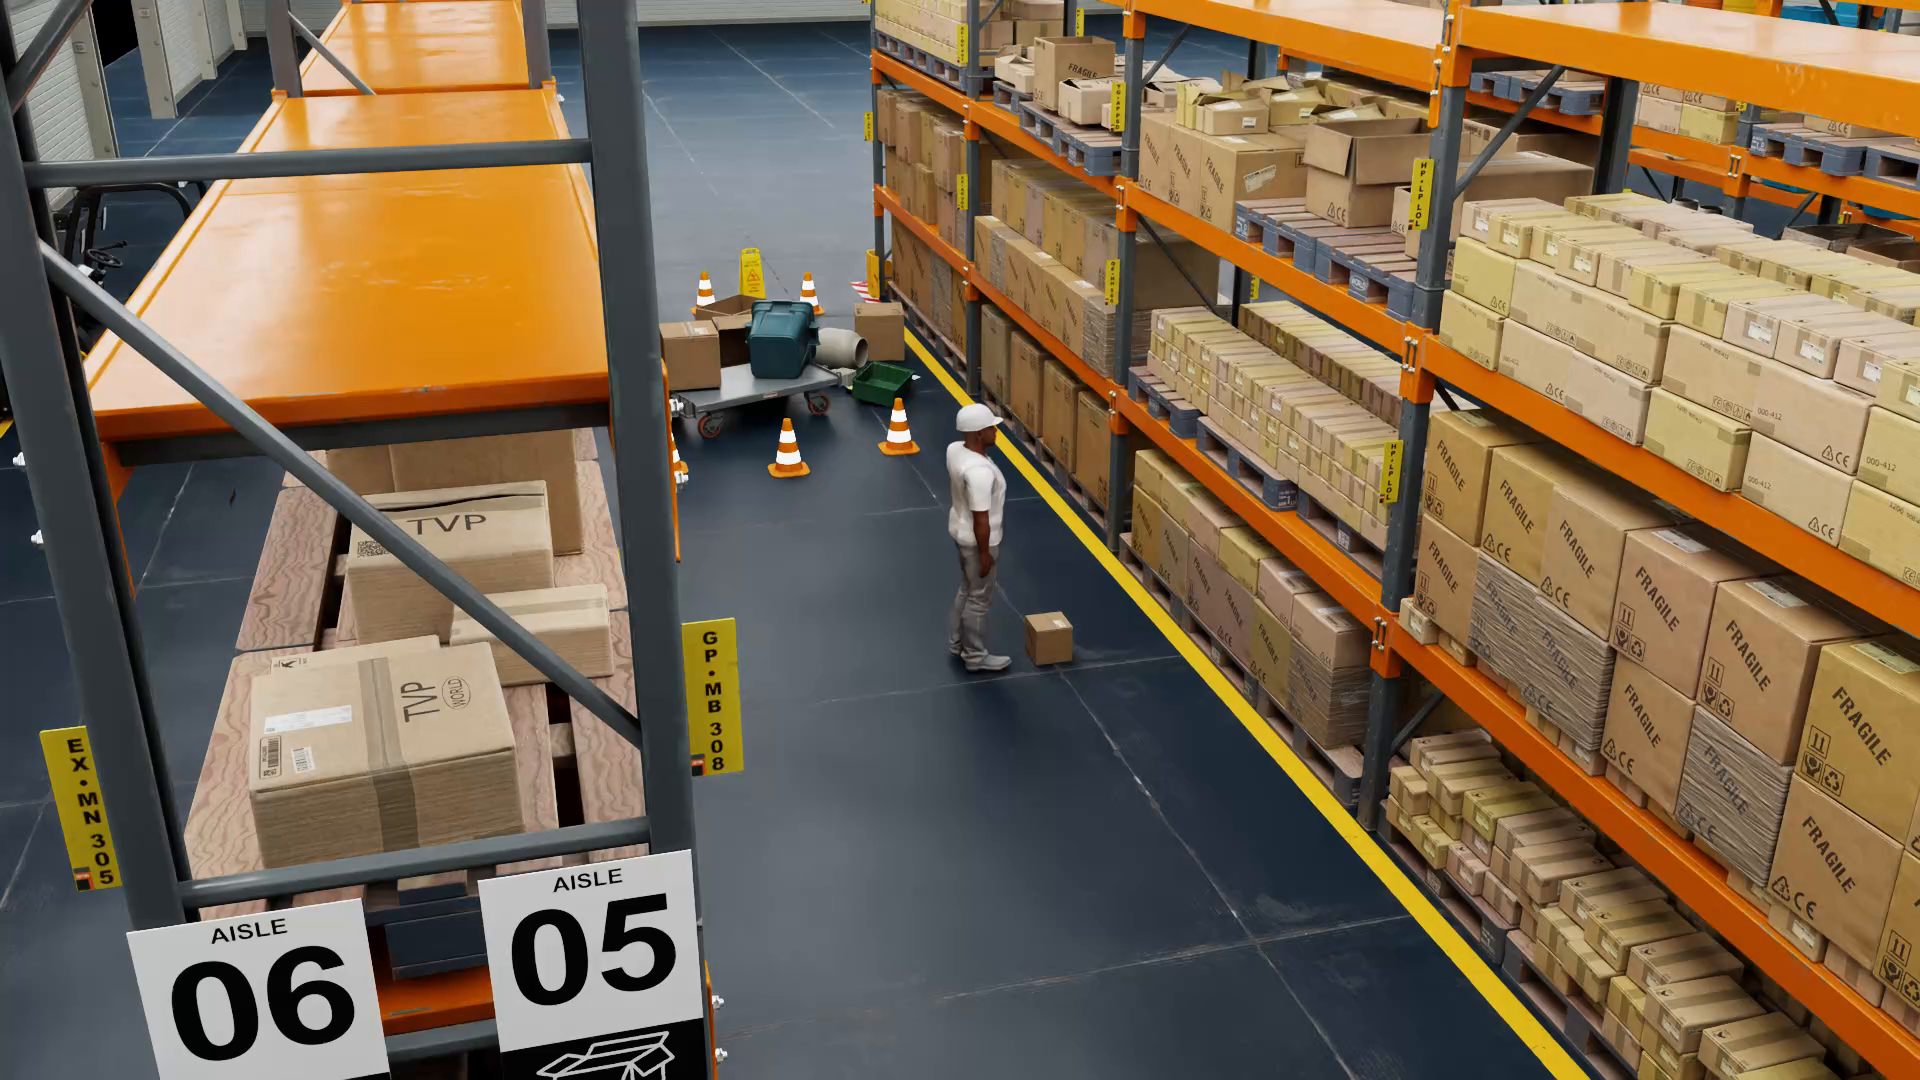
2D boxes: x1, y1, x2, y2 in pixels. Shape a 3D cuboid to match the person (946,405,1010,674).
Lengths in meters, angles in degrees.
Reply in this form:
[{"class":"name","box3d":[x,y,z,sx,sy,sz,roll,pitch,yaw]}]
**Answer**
[{"class":"person","box3d":[0.121,-0.002,10.557,0.366,1.789,0.565,-6,23,-13]}]
